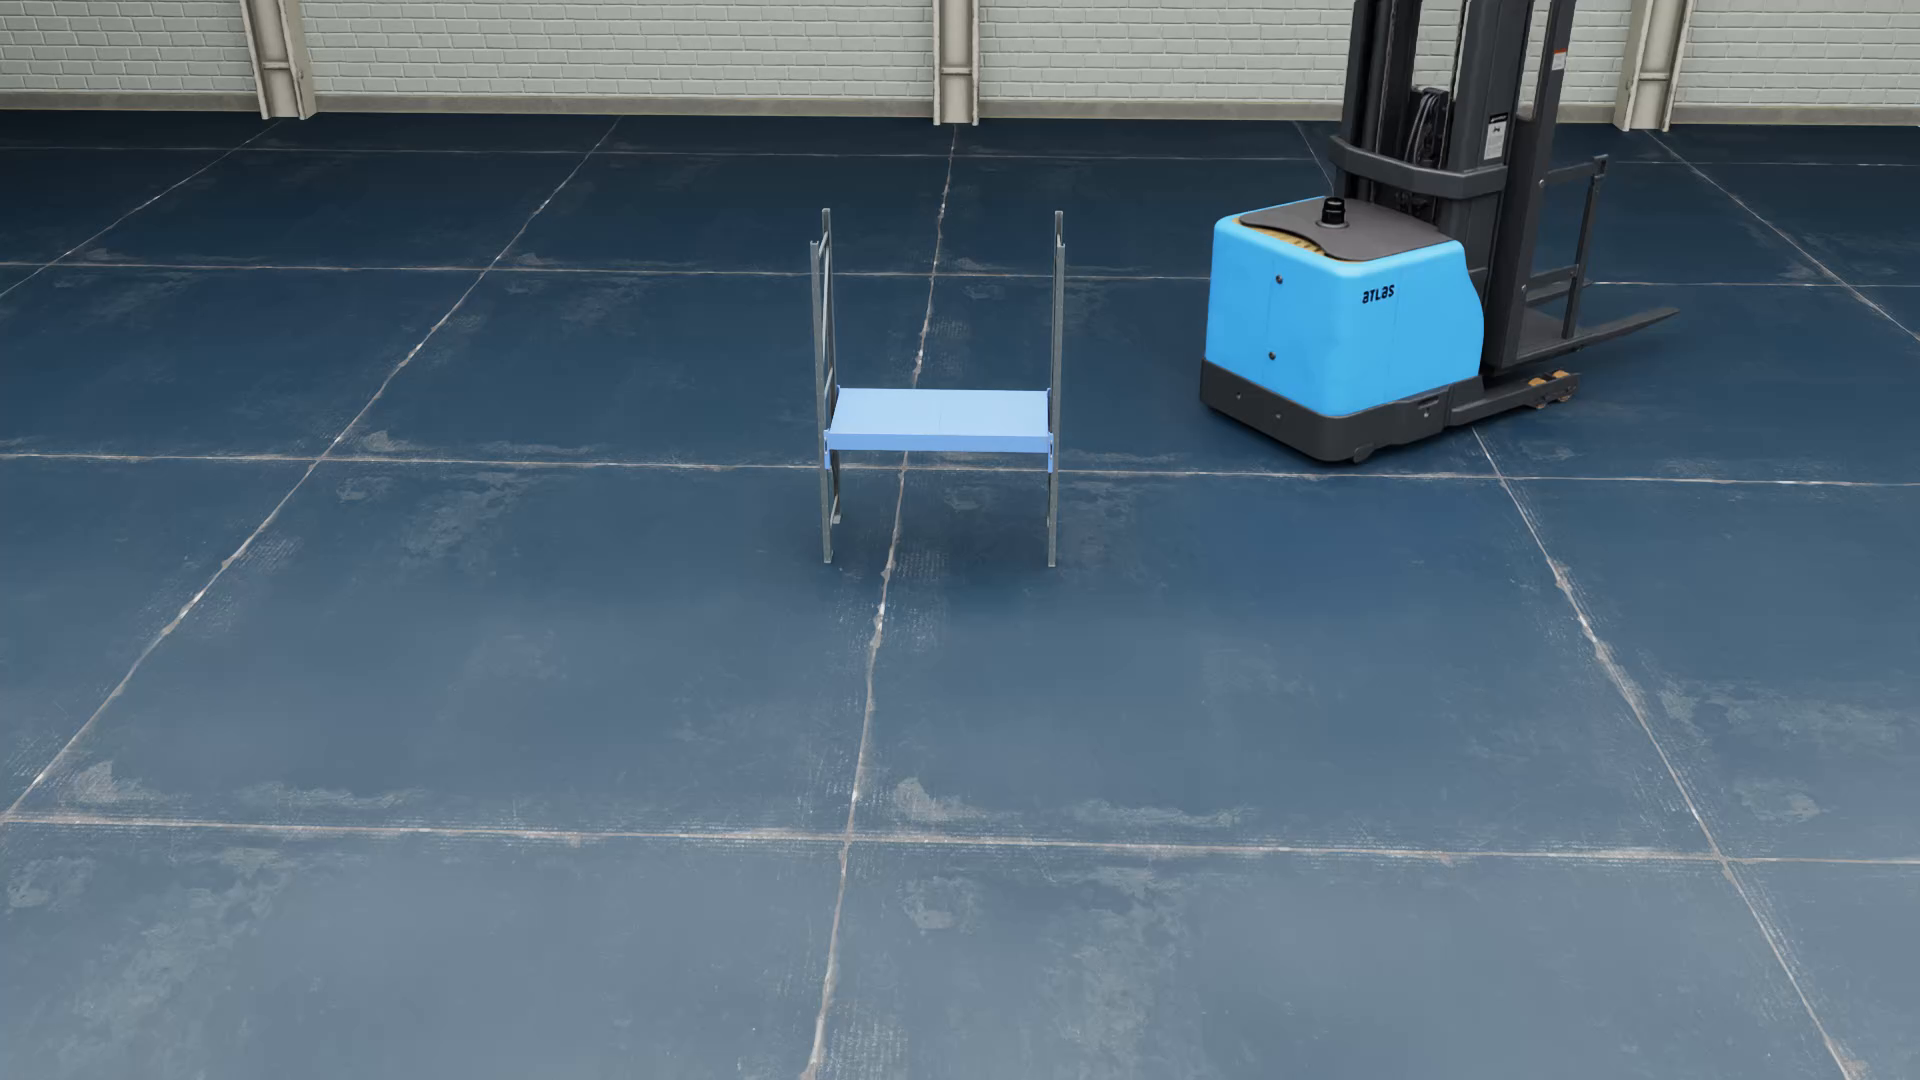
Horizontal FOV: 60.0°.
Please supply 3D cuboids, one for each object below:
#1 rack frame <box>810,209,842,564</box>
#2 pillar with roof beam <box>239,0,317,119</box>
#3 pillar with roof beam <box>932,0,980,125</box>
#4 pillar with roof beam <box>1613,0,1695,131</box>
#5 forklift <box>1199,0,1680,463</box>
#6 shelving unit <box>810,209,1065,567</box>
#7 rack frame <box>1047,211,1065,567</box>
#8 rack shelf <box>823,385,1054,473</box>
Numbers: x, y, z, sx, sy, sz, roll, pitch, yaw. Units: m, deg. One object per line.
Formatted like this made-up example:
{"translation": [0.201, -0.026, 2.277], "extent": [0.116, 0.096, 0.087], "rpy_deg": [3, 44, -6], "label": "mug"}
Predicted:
{"translation": [-0.593, -0.672, 7.417], "extent": [0.032, 1.500, 0.500], "rpy_deg": [1, 28, 2], "label": "rack frame"}
{"translation": [-6.179, -5.785, 9.056], "extent": [0.400, 9.000, 9.100], "rpy_deg": [1, 28, 2], "label": "pillar with roof beam"}
{"translation": [-0.183, -5.686, 8.869], "extent": [0.400, 9.000, 9.100], "rpy_deg": [1, 28, 2], "label": "pillar with roof beam"}
{"translation": [5.813, -5.587, 8.682], "extent": [0.400, 9.000, 9.100], "rpy_deg": [1, 28, 2], "label": "pillar with roof beam"}
{"translation": [2.813, -2.201, 8.772], "extent": [3.031, 2.935, 1.130], "rpy_deg": [-17, 32, -29], "label": "forklift"}
{"translation": [-0.085, -0.664, 7.401], "extent": [1.048, 1.500, 0.538], "rpy_deg": [1, 28, 2], "label": "shelving unit"}
{"translation": [0.423, -0.656, 7.386], "extent": [0.032, 1.500, 0.500], "rpy_deg": [1, 28, 2], "label": "rack frame"}
{"translation": [-0.085, -0.505, 7.486], "extent": [1.000, 0.185, 0.538], "rpy_deg": [1, 28, 2], "label": "rack shelf"}
